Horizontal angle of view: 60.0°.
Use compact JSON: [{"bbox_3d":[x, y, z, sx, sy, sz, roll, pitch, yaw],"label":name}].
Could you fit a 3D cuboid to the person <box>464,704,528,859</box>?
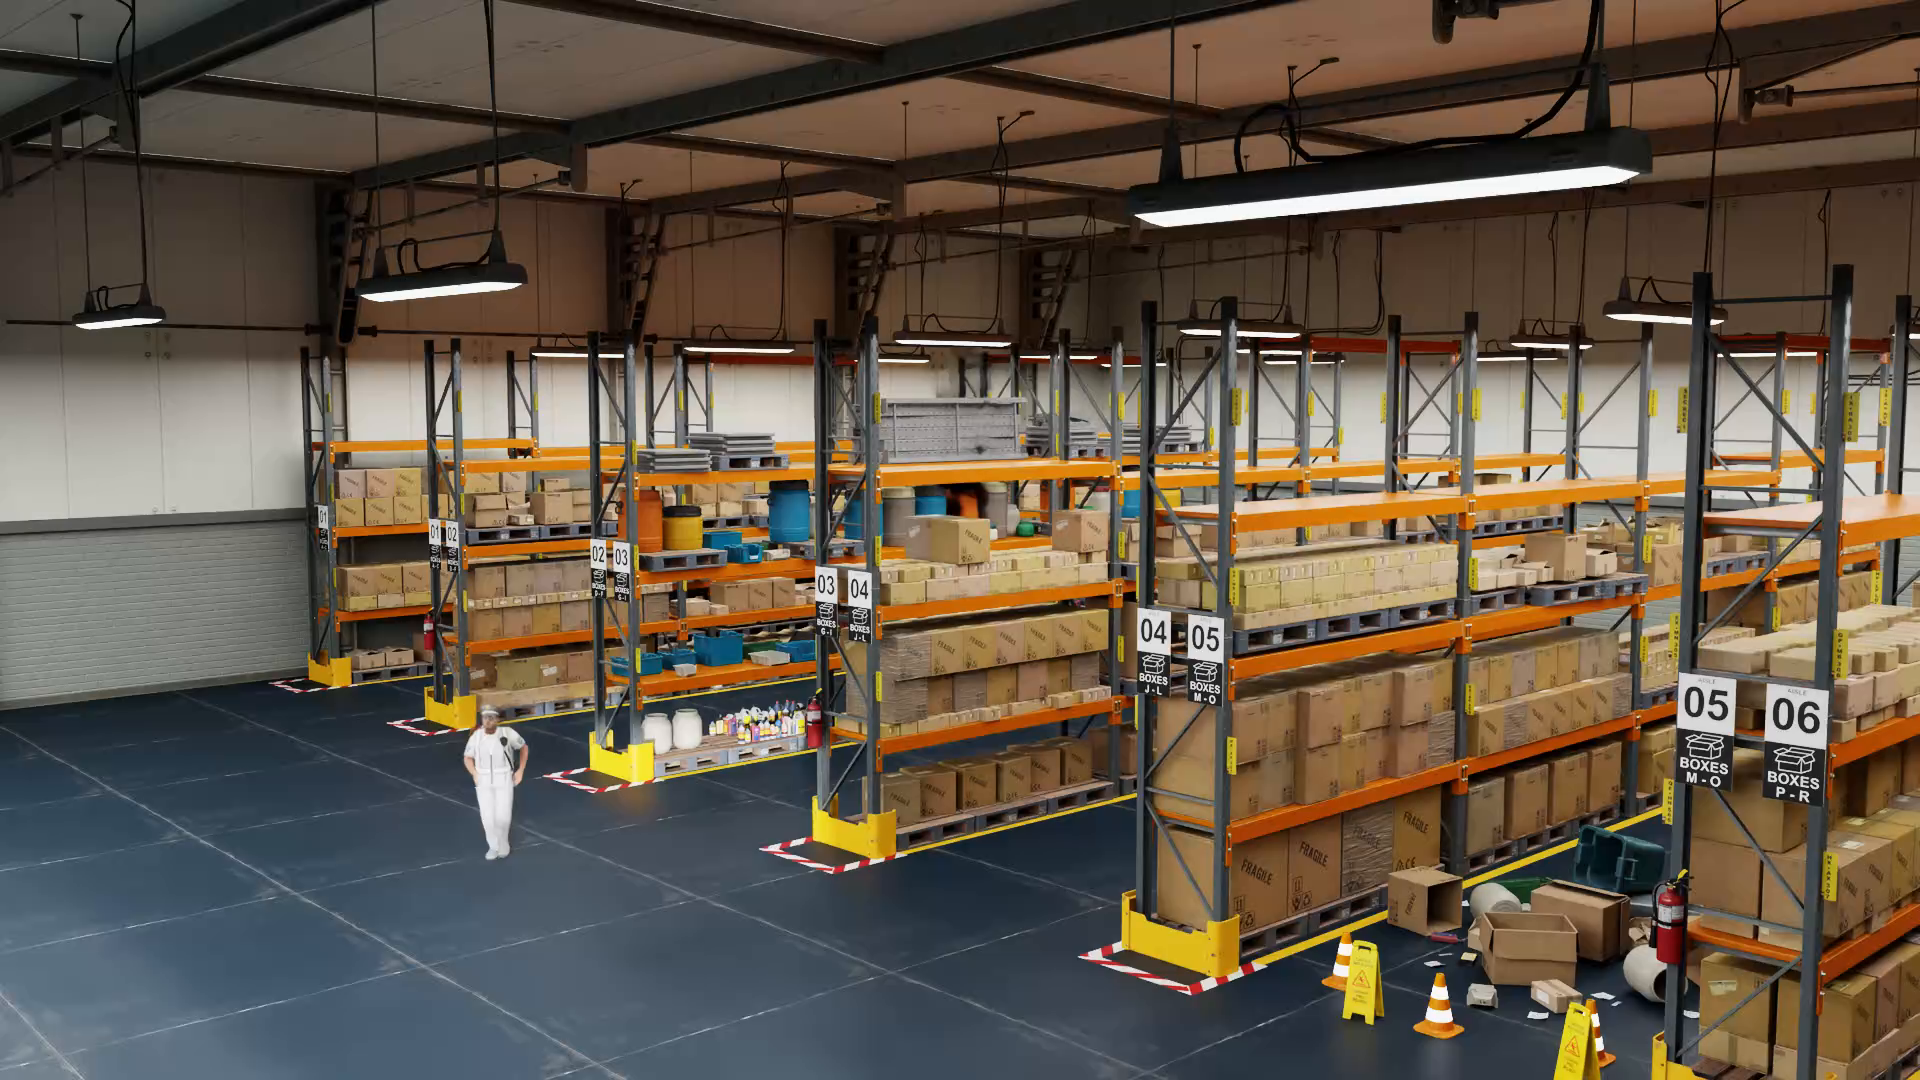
[{"bbox_3d":[-5.144,2.678,18.382,0.675,1.743,0.594,-1,5,-7],"label":"person"}]
